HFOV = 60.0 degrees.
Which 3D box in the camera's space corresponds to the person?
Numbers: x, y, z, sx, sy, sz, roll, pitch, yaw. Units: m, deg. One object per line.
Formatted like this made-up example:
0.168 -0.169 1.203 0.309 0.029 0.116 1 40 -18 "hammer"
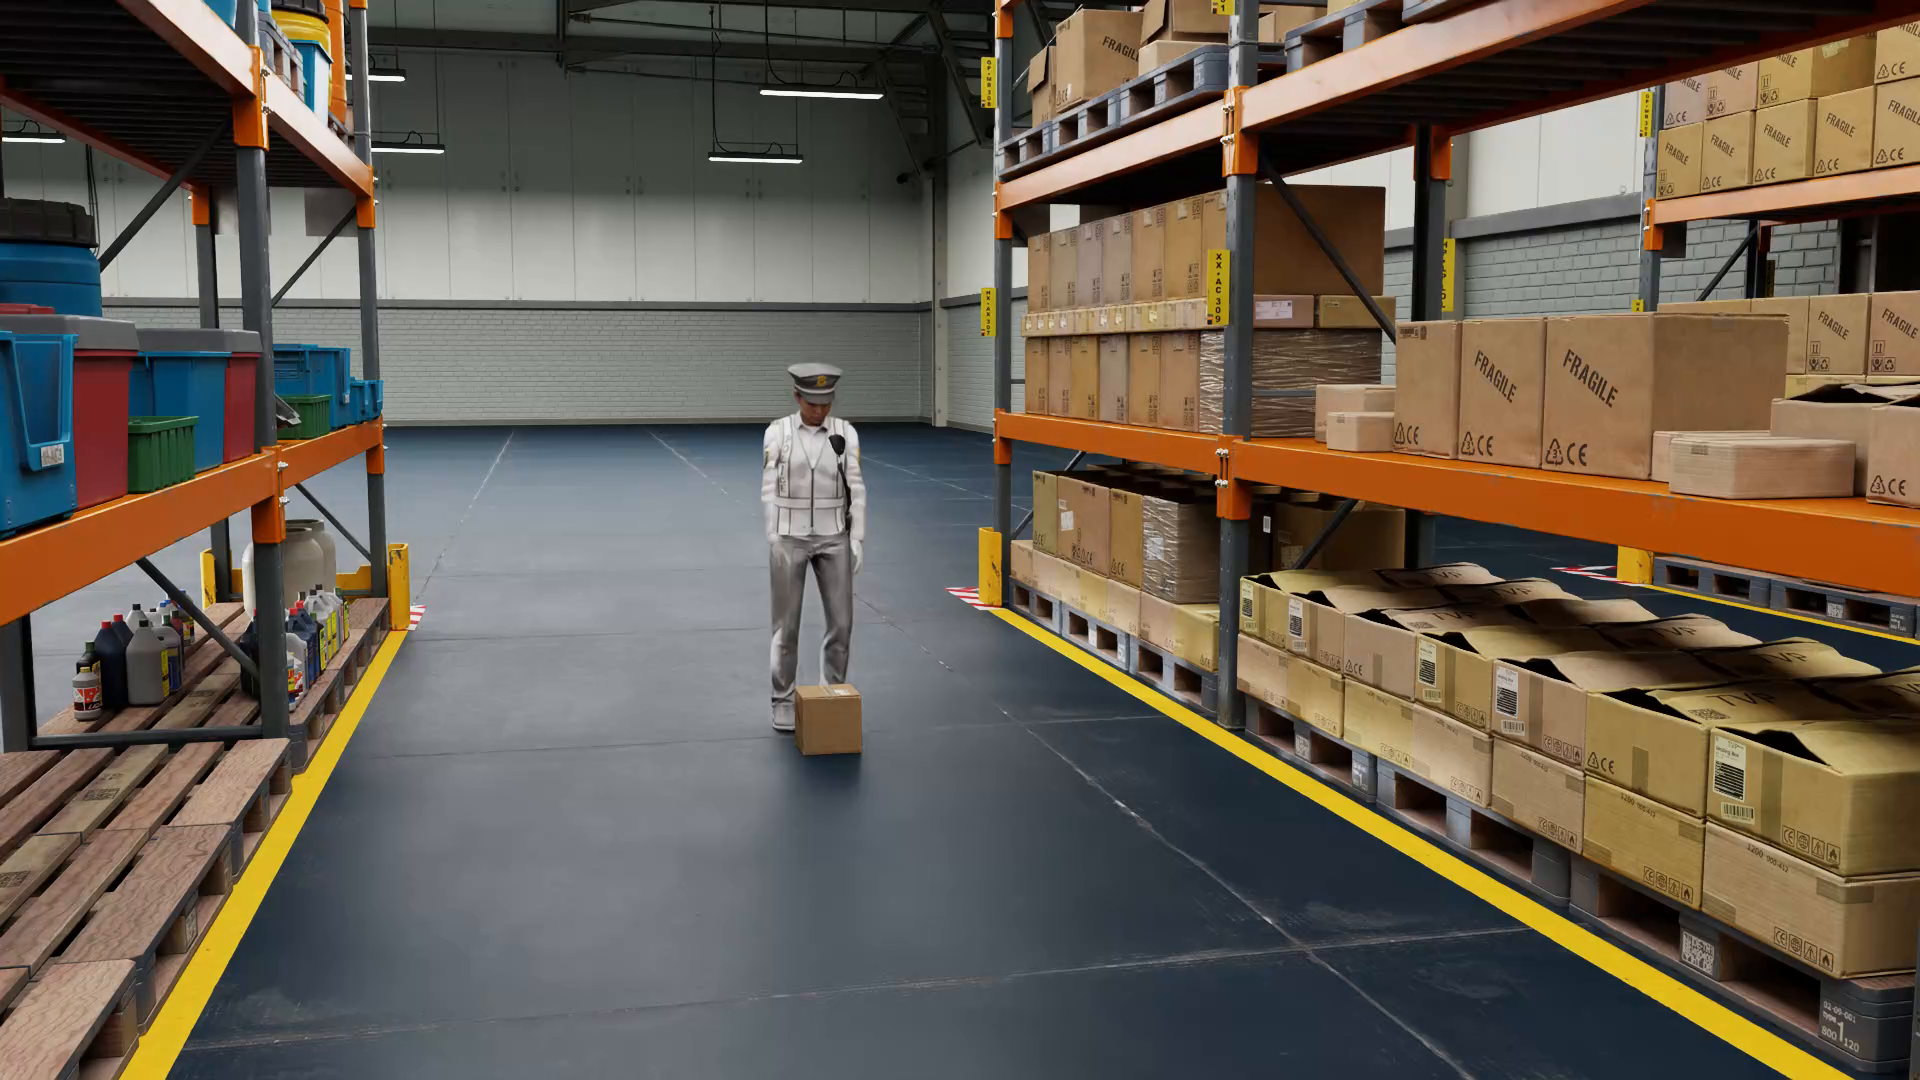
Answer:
-0.654 0.028 7.518 0.482 1.654 0.366 -1 6 -12 "person"
